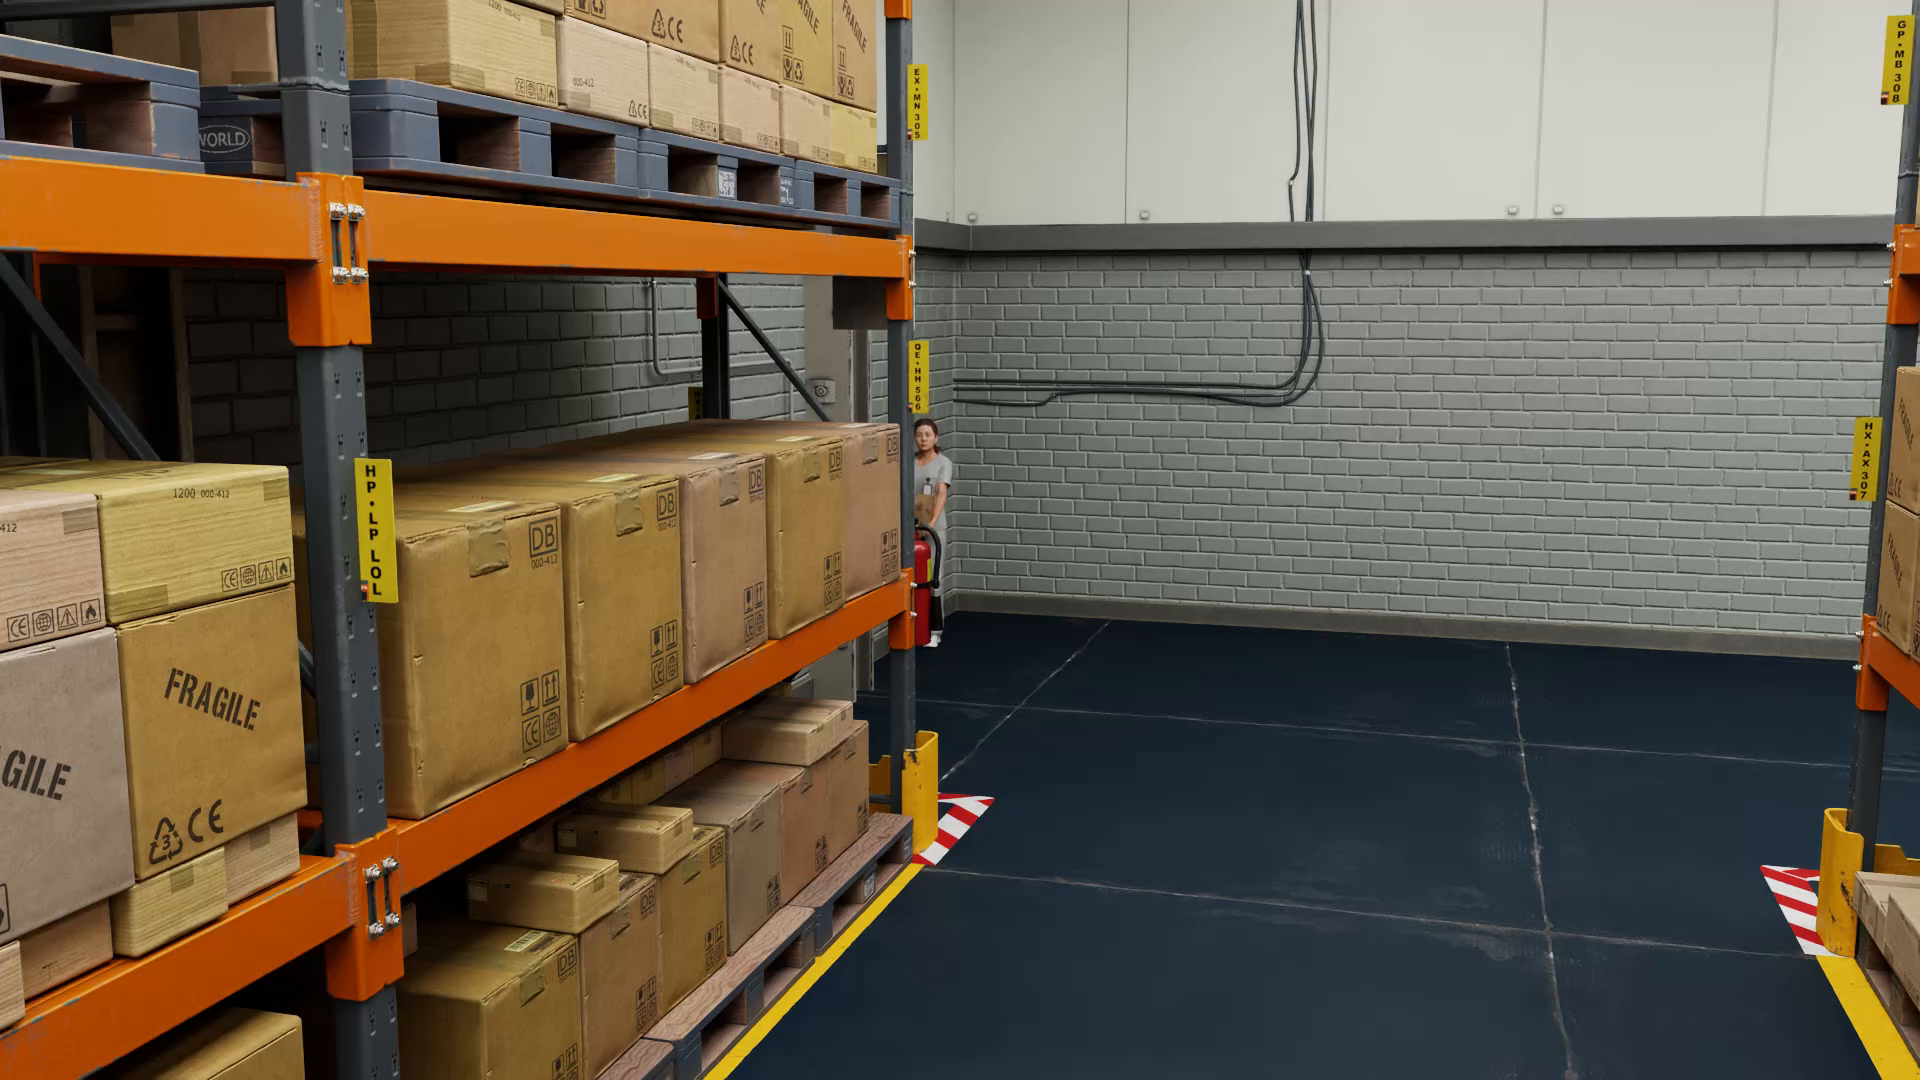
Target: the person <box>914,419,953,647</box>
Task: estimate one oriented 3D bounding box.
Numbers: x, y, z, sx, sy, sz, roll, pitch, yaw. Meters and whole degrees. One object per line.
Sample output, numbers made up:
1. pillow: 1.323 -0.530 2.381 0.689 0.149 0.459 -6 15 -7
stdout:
1. person: -0.285 -0.049 12.218 0.422 1.667 0.532 2 9 16
